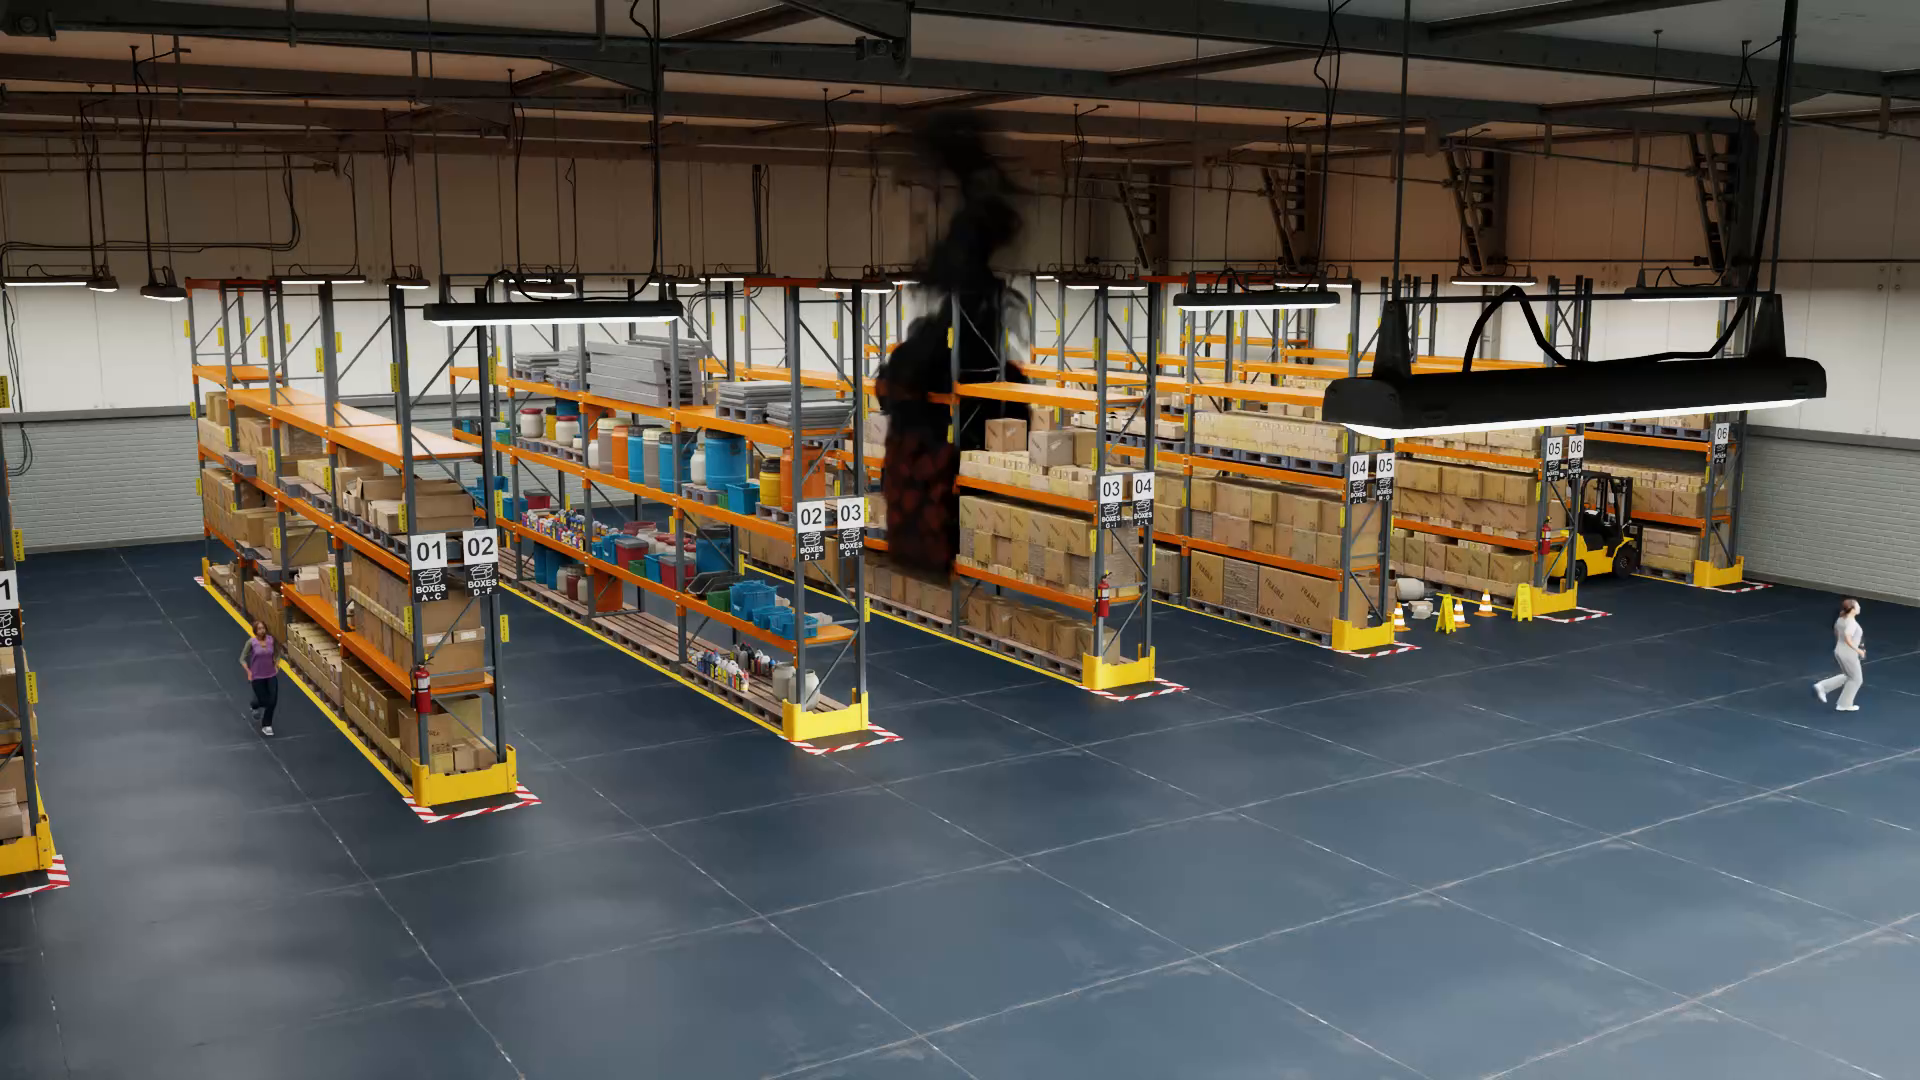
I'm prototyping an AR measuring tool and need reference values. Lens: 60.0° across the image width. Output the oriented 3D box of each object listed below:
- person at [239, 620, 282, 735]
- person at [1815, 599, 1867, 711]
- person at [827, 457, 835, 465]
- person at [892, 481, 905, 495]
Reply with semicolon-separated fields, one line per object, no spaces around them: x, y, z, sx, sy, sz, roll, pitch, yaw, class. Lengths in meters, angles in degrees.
-9.407;1.842;22.434;0.538;1.557;0.549;-8;12;-39;person
12.467;1.621;23.468;0.621;1.626;0.555;1;10;7;person
-3.068;-1.108;39.393;0.719;1.746;0.684;-1;10;-7;person
-1.571;-1.600;42.349;0.554;1.699;0.751;5;11;27;person
